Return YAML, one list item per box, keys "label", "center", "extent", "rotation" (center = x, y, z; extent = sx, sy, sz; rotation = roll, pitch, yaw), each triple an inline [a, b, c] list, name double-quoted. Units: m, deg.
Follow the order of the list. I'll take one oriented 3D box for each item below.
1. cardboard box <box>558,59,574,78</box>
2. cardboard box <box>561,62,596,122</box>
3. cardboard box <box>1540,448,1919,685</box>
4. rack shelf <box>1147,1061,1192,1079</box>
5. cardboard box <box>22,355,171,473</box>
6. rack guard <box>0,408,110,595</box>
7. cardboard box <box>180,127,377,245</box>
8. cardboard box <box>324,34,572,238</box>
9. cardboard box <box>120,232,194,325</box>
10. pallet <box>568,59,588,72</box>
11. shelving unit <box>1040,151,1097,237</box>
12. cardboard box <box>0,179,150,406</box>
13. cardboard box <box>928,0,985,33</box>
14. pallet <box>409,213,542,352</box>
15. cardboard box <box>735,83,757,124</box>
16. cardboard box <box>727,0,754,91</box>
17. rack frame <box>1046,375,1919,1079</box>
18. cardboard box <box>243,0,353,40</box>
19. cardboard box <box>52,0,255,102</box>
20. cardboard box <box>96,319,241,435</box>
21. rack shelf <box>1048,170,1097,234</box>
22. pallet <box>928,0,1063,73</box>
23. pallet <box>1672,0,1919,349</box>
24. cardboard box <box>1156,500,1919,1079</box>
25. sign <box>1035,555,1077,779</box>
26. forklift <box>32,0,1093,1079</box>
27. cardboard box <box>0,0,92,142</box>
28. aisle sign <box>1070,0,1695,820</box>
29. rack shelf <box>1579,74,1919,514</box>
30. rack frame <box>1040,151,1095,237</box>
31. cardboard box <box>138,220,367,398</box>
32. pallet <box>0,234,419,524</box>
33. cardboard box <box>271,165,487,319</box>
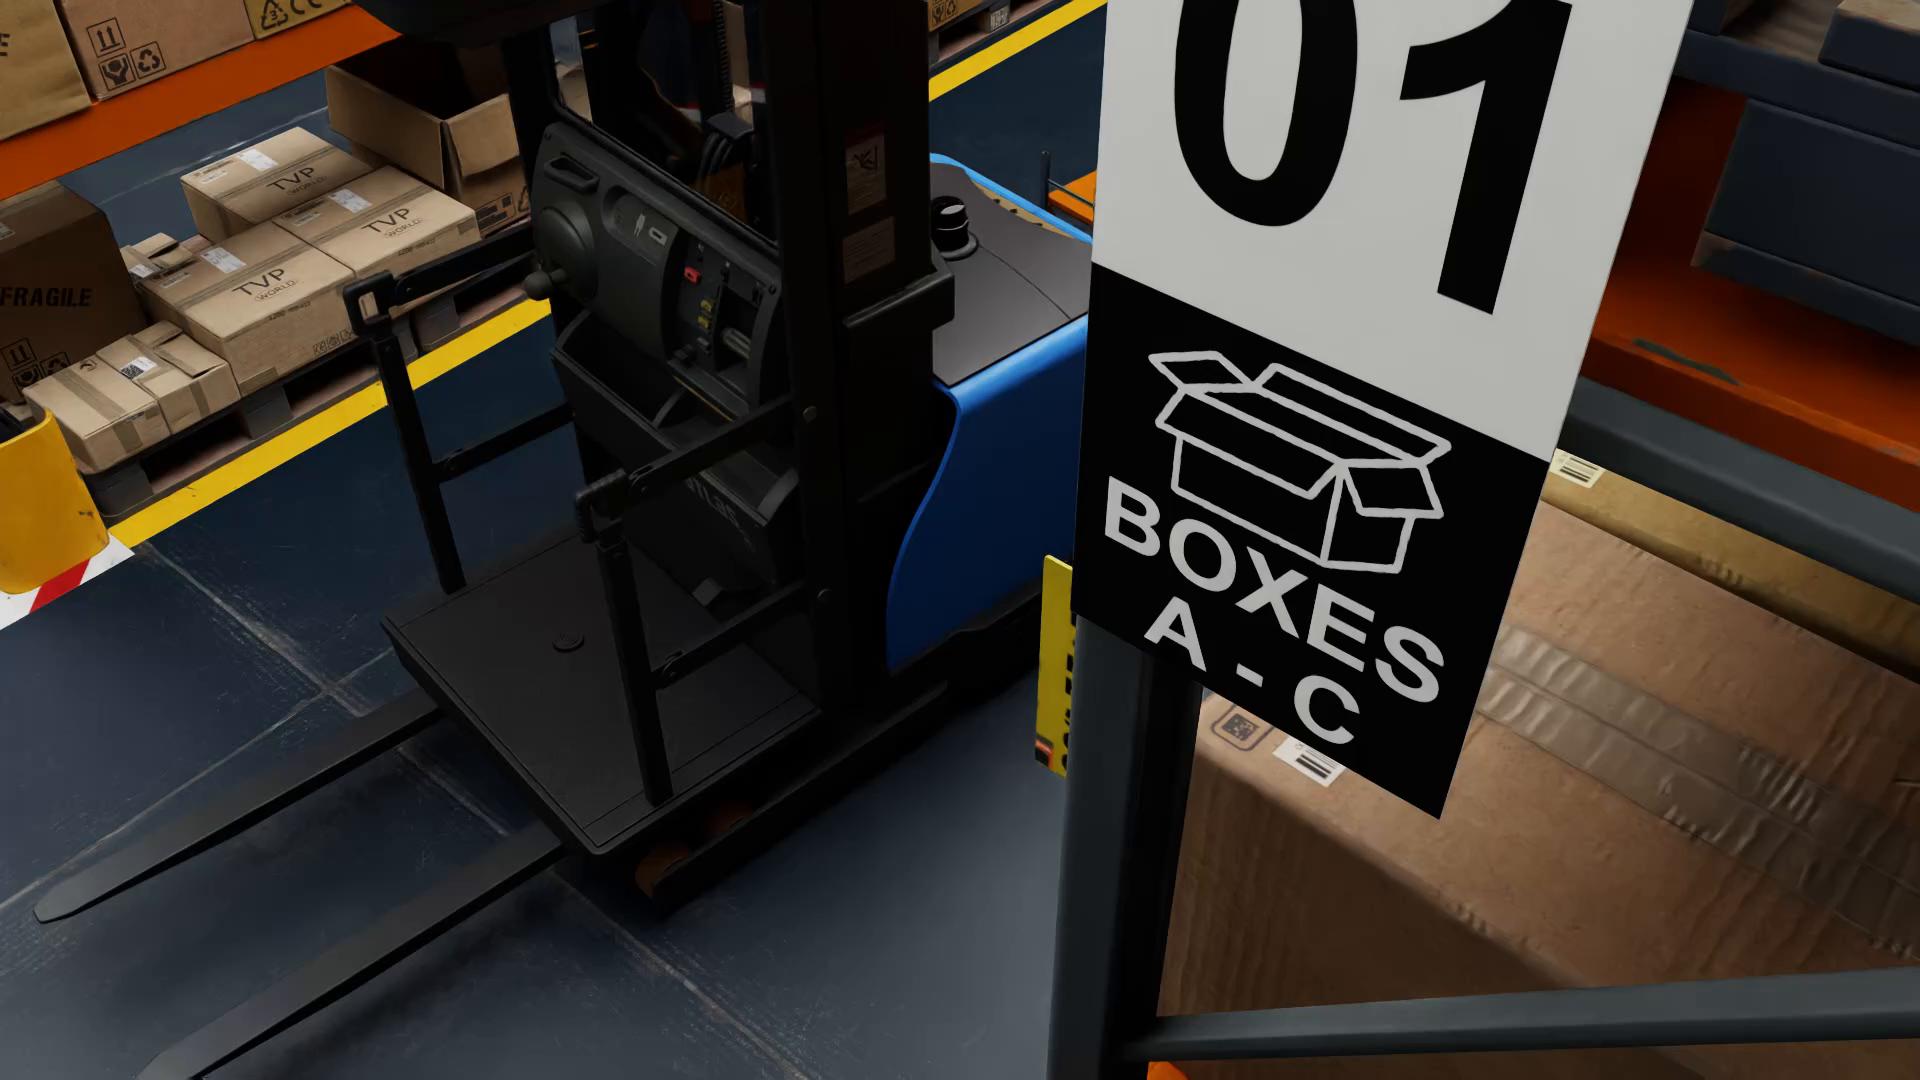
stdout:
- label: "cardboard box"
  center: [-1.671, -1.830, 6.812]
  extent: [0.380, 0.166, 0.250]
  rotation: [29, 50, 28]
- label: "cardboard box"
  center: [-1.319, -1.653, 6.510]
  extent: [0.500, 0.311, 0.500]
  rotation: [29, 50, 28]
- label: "cardboard box"
  center: [1.314, 0.158, 2.624]
  extent: [0.980, 0.700, 0.700]
  rotation: [29, 50, 28]
- label: "rack shelf"
  center: [1.820, 0.151, 3.389]
  extent: [1.077, 0.370, 4.000]
  rotation: [29, 50, 28]
- label: "cardboard box"
  center: [-2.728, -0.403, 5.255]
  extent: [0.380, 0.149, 0.250]
  rotation: [29, 50, 28]
- label: "rack guard"
  center: [-3.212, -0.342, 5.254]
  extent: [1.175, 0.500, 0.348]
  rotation: [29, 50, 28]
- label: "cardboard box"
  center: [-2.465, -1.236, 6.096]
  extent: [0.500, 0.250, 0.500]
  rotation: [29, 50, 28]
- label: "cardboard box"
  center: [-1.891, -1.557, 6.261]
  extent: [0.797, 0.503, 0.637]
  rotation: [29, 50, 28]
- label: "cardboard box"
  center: [-2.770, -0.898, 5.787]
  extent: [0.380, 0.166, 0.250]
  rotation: [29, 50, 28]
- label: "pallet"
  center: [-1.129, -1.902, 7.185]
  extent: [1.003, 0.211, 1.213]
  rotation: [29, 50, 28]
- label: "shelving unit"
  center: [0.495, -0.695, 5.122]
  extent: [0.503, 1.200, 0.258]
  rotation: [-31, 51, -30]
- label: "cardboard box"
  center: [-3.099, -0.852, 5.489]
  extent: [0.500, 0.500, 0.500]
  rotation: [29, 50, 28]
- label: "cardboard box"
  center: [-0.189, -2.669, 7.487]
  extent: [0.500, 0.500, 0.500]
  rotation: [27, 49, 27]
- label: "pallet"
  center: [-1.914, -1.271, 6.491]
  extent: [1.003, 0.211, 1.213]
  rotation: [29, 50, 28]
- label: "cardboard box"
  center: [-1.031, -1.760, 6.748]
  extent: [0.380, 0.149, 0.250]
  rotation: [29, 50, 28]
- label: "cardboard box"
  center: [-0.836, -2.109, 6.871]
  extent: [0.500, 0.500, 0.500]
  rotation: [29, 50, 28]
- label: "rack frame"
  center: [0.533, 0.915, 2.014]
  extent: [1.000, 3.000, 0.127]
  rotation: [29, 50, 28]
- label: "cardboard box"
  center: [-2.120, -1.904, 5.040]
  extent: [0.500, 0.500, 0.500]
  rotation: [29, 50, 28]
- label: "cardboard box"
  center: [-2.445, -1.647, 4.757]
  extent: [0.500, 0.500, 0.500]
  rotation: [29, 50, 28]
- label: "cardboard box"
  center: [-2.567, -0.538, 5.391]
  extent: [0.380, 0.166, 0.250]
  rotation: [29, 50, 28]
- label: "rack shelf"
  center: [0.495, -0.985, 4.858]
  extent: [0.480, 0.148, 0.258]
  rotation: [-31, 51, -30]
- label: "pallet"
  center: [-0.192, -2.691, 8.053]
  extent: [1.003, 0.211, 1.213]
  rotation: [29, 50, 28]
- label: "pallet"
  center: [1.003, -0.548, 1.460]
  extent: [1.003, 0.211, 1.213]
  rotation: [29, 50, 28]
- label: "cardboard box"
  center: [0.854, 0.537, 2.207]
  extent: [0.980, 0.700, 0.700]
  rotation: [32, 51, 30]
- label: "sign"
  center: [0.127, 0.157, 1.811]
  extent: [0.100, 0.325, 0.005]
  rotation: [29, 50, 28]
- label: "forklift"
  center: [-0.862, -0.560, 3.687]
  extent: [3.031, 2.935, 1.130]
  rotation: [-31, 51, -30]
- label: "cardboard box"
  center: [-2.773, -1.379, 4.463]
  extent: [0.500, 0.500, 0.500]
  rotation: [31, 50, 29]
- label: "aisle sign"
  center: [0.257, -0.140, 1.241]
  extent: [0.394, 0.787, 0.004]
  rotation: [29, 50, 28]
- label: "rack shelf"
  center: [1.820, -0.958, 2.379]
  extent: [1.077, 0.370, 4.000]
  rotation: [29, 50, 28]
- label: "rack frame"
  center: [0.314, -0.585, 5.001]
  extent: [0.015, 1.200, 0.240]
  rotation: [-31, 51, -30]
- label: "cardboard box"
  center: [-2.372, -0.788, 5.604]
  extent: [0.500, 0.250, 0.500]
  rotation: [29, 50, 28]
- label: "pallet"
  center: [-2.699, -0.646, 5.804]
  extent: [1.003, 0.211, 1.213]
  rotation: [29, 50, 28]
- label: "cardboard box"
  center: [-2.050, -1.045, 5.887]
  extent: [0.500, 0.250, 0.500]
  rotation: [29, 50, 28]
